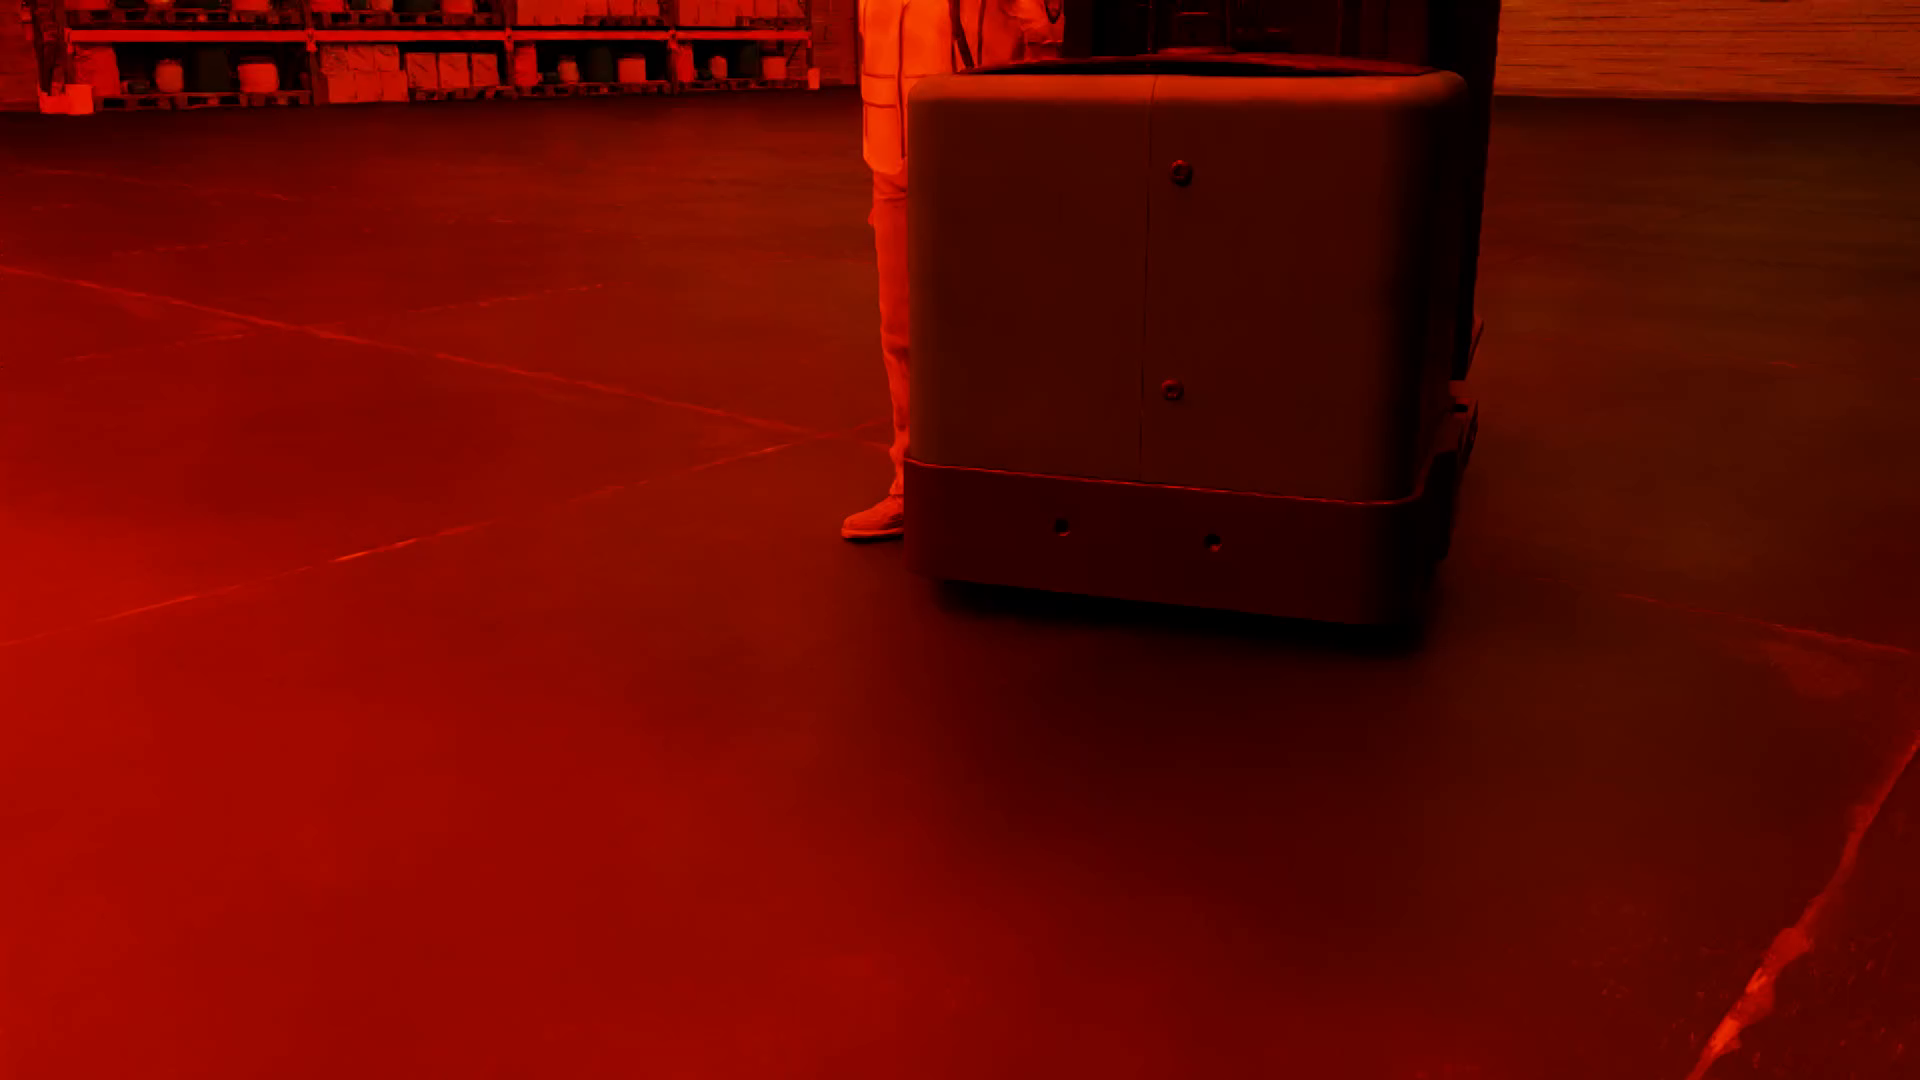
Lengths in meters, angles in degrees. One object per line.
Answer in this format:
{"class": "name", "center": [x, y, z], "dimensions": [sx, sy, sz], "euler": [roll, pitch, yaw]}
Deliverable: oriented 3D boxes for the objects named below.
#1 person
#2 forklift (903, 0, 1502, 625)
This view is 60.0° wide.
{"class": "person", "center": [-0.022, -0.789, 3.685], "dimensions": [0.482, 1.666, 0.407], "euler": [13, 21, 37]}
{"class": "forklift", "center": [0.852, -1.628, 4.259], "dimensions": [1.130, 2.935, 3.031], "euler": [6, 18, 19]}
